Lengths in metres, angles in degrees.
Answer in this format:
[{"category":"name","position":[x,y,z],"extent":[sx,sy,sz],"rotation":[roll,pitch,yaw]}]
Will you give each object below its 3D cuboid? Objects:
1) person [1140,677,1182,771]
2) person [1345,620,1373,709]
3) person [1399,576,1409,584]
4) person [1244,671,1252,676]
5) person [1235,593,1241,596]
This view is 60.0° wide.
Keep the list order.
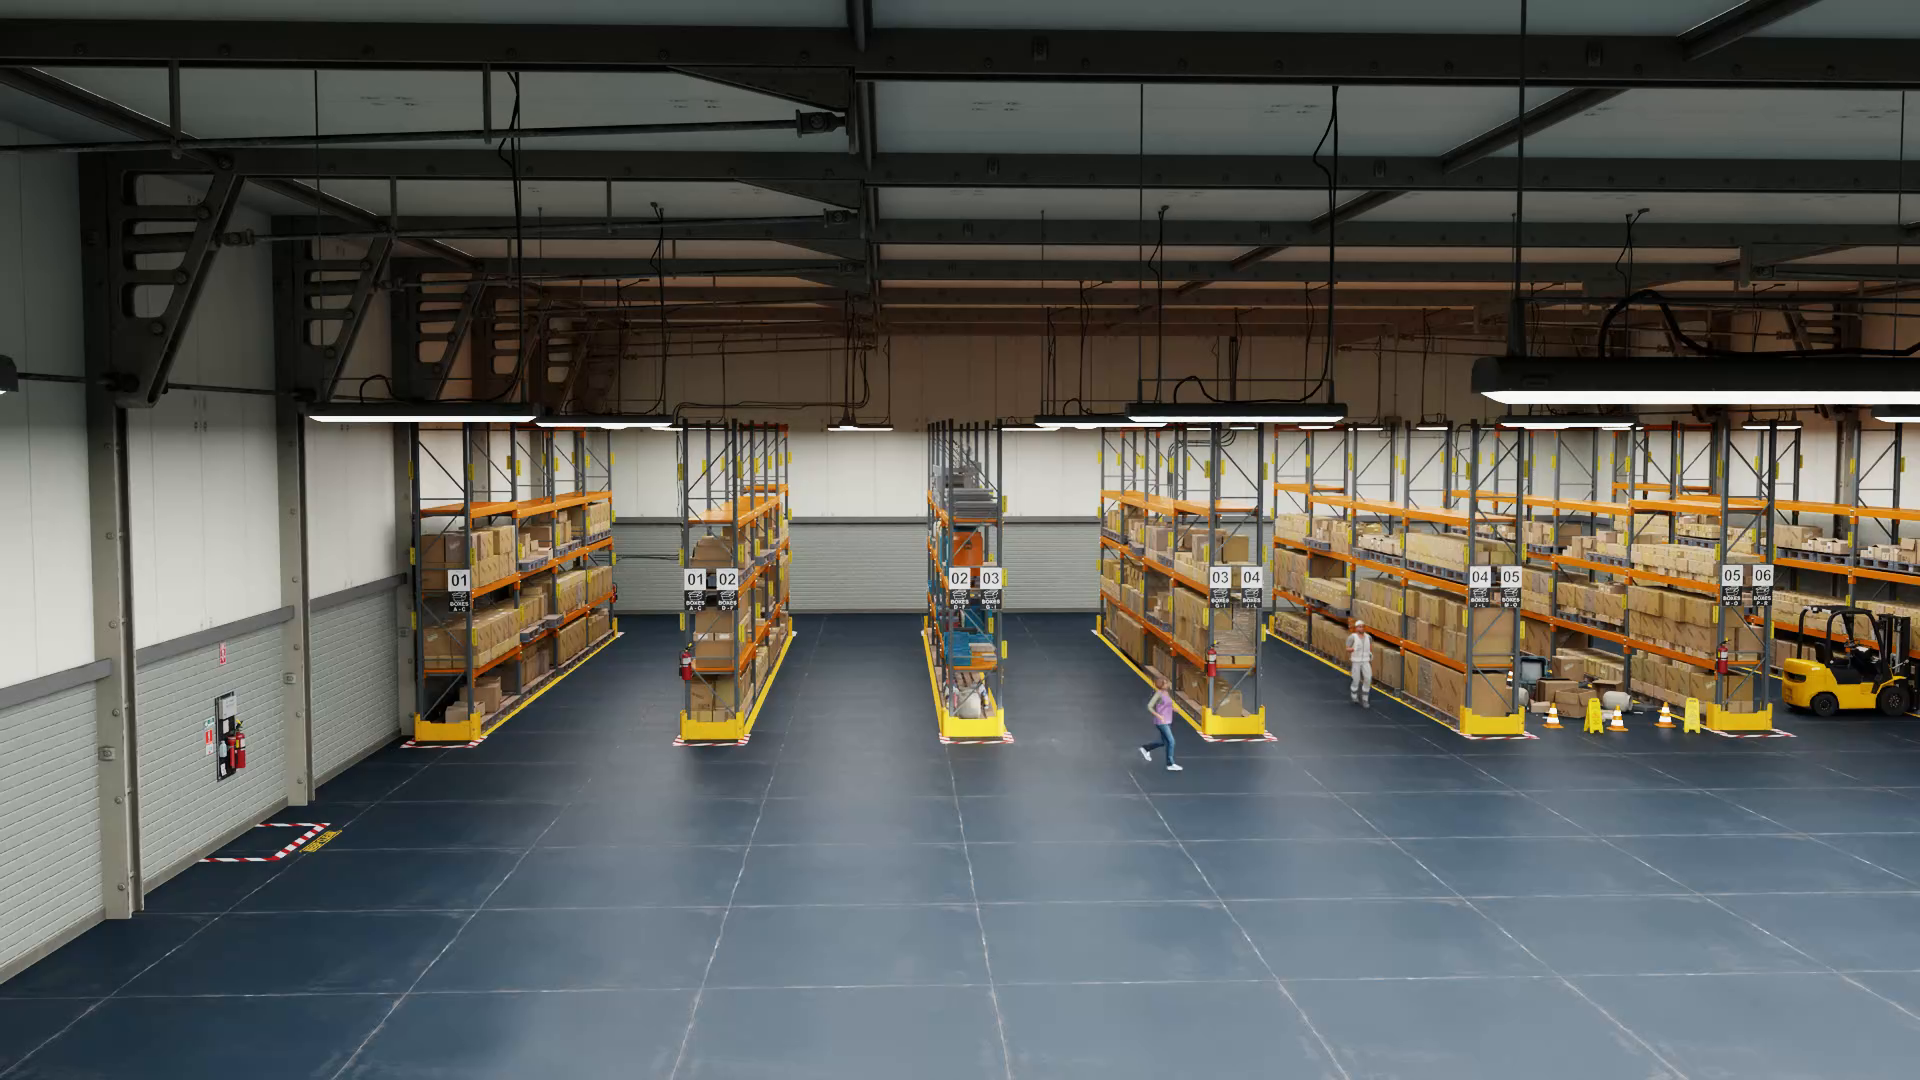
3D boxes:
[{"category":"person","position":[3.421,3.119,28.340],"extent":[0.792,1.566,0.548],"rotation":[2,4,28]},{"category":"person","position":[8.389,2.595,34.859],"extent":[0.637,1.839,0.753],"rotation":[0,4,-2]},{"category":"person","position":[13.139,1.719,49.375],"extent":[0.653,1.678,0.577],"rotation":[0,4,5]},{"category":"person","position":[6.795,2.330,39.562],"extent":[0.699,1.738,0.758],"rotation":[-1,4,-11]},{"category":"person","position":[7.749,1.901,46.394],"extent":[0.657,1.720,0.638],"rotation":[0,4,2]}]
